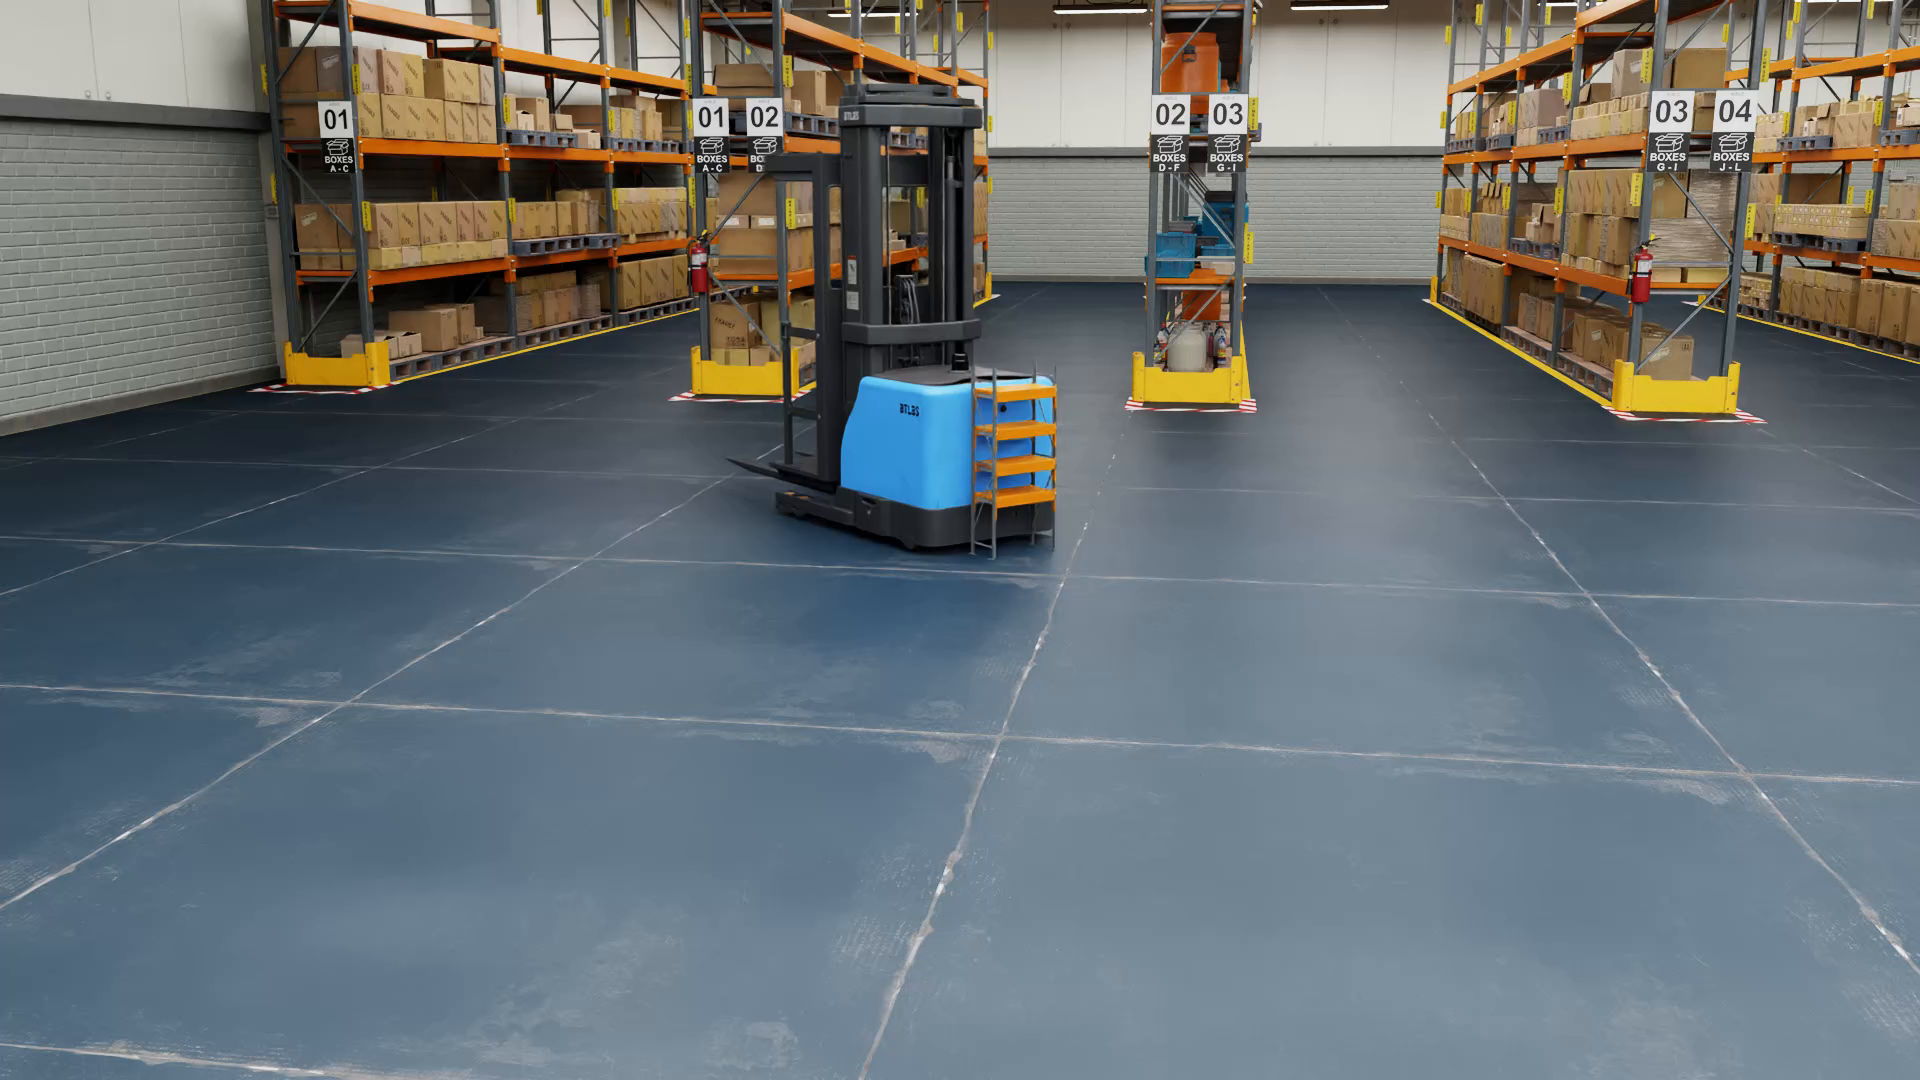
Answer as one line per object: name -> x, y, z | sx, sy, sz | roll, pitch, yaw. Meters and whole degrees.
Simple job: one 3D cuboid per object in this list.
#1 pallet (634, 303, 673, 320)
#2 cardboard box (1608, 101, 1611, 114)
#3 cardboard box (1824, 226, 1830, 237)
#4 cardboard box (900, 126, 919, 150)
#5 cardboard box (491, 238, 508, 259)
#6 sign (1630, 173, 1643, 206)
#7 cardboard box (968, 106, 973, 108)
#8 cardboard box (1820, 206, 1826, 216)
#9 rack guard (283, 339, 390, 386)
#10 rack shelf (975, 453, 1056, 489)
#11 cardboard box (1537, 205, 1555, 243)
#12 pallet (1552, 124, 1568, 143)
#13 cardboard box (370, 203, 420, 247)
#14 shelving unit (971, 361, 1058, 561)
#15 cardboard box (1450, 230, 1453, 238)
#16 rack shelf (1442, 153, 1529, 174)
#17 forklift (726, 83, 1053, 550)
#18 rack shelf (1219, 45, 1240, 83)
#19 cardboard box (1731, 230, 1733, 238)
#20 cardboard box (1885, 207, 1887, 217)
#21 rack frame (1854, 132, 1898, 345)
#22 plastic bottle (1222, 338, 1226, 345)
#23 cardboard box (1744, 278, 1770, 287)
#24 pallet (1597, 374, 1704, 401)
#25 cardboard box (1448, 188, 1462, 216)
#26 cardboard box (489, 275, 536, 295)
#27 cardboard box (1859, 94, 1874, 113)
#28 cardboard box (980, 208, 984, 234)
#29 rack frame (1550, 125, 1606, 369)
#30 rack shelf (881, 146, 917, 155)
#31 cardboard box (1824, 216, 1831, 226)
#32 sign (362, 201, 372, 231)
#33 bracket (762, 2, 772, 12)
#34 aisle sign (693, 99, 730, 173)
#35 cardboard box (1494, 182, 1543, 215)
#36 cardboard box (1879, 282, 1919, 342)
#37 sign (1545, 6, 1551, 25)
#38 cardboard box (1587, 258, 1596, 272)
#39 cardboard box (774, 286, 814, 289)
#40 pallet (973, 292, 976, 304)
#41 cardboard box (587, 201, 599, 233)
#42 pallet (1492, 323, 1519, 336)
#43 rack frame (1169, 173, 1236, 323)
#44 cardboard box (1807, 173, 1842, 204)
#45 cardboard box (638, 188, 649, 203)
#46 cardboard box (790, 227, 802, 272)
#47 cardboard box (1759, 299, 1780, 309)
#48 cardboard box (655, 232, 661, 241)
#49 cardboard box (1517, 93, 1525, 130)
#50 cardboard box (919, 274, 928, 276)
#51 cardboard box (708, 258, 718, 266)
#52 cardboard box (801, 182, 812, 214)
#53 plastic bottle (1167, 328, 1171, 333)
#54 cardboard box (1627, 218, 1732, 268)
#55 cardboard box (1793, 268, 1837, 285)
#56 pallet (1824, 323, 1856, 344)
pallet -> -5.680, -4.000, 29.052 | 1.003, 0.211, 1.213 | 2, 12, 9
cardboard box -> 7.479, -4.837, 18.606 | 0.380, 0.149, 0.250 | 2, 12, 10
cardboard box -> 13.246, -4.642, 25.012 | 0.380, 0.149, 0.250 | 2, 12, 8
cardboard box -> -1.137, -6.395, 26.192 | 0.910, 0.500, 0.500 | 2, 12, 9
cardboard box -> -6.454, -3.943, 22.480 | 0.500, 0.250, 0.500 | 2, 12, 9
sign -> 6.842, -3.544, 16.819 | 0.100, 0.325, 0.005 | 2, 12, 9
cardboard box -> -0.135, -8.141, 31.920 | 0.700, 0.500, 0.500 | 2, 12, 9
cardboard box -> 13.287, -4.987, 25.203 | 0.380, 0.149, 0.250 | 2, 12, 9
rack guard -> -7.284, -2.077, 19.443 | 1.175, 0.500, 0.348 | 2, 12, 9
rack shelf -> 0.342, -0.440, 10.506 | 0.480, 0.148, 0.258 | -9, 15, -35
cardboard box -> 8.178, -4.254, 22.369 | 0.797, 0.503, 0.637 | 3, 13, 14
pallet -> 8.202, -5.134, 21.019 | 1.213, 0.211, 1.003 | 2, 12, 9
cardboard box -> -6.840, -3.778, 19.932 | 0.500, 0.500, 0.500 | 2, 12, 9
shelving unit -> 0.342, -0.506, 10.491 | 0.503, 1.200, 0.258 | -9, 15, -35
cardboard box -> 9.232, -5.626, 30.574 | 0.380, 0.149, 0.250 | 2, 12, 7
rack shelf -> 9.540, -6.830, 30.154 | 1.077, 0.370, 4.000 | 2, 12, 9
forklift -> -0.653, -1.631, 11.606 | 1.130, 2.935, 3.031 | -9, 15, -35
rack shelf -> 3.416, -6.596, 22.898 | 1.077, 0.370, 4.000 | 2, 12, 9
cardboard box -> 14.363, -5.604, 30.471 | 0.380, 0.149, 0.250 | 2, 12, 11
cardboard box -> 13.804, -4.804, 24.353 | 0.380, 0.149, 0.250 | 2, 12, 7
rack frame -> 13.503, -4.285, 23.756 | 1.000, 3.000, 0.127 | 2, 12, 9
plastic bottle -> 3.133, -2.263, 19.777 | 0.061, 0.283, 0.133 | 2, 12, 10
cardboard box -> 14.014, -4.520, 29.204 | 0.380, 0.149, 0.250 | 1, 12, 6
pallet -> 7.559, -1.622, 18.018 | 1.003, 0.211, 1.213 | 2, 12, 9
cardboard box -> 9.357, -6.267, 30.825 | 0.500, 0.500, 0.500 | 2, 12, 7
cardboard box -> -6.520, -3.721, 24.247 | 0.500, 0.250, 0.500 | 2, 12, 7
cardboard box -> 13.372, -6.374, 24.276 | 0.396, 0.266, 0.258 | 2, 12, 9
cardboard box -> 0.184, -6.292, 32.834 | 0.500, 0.500, 0.500 | 2, 12, 9
rack frame -> 8.002, -3.634, 20.735 | 1.000, 3.000, 0.127 | 2, 12, 9
rack shelf -> -1.478, -5.487, 23.920 | 1.077, 0.370, 4.000 | 2, 12, 9
cardboard box -> 13.245, -4.793, 25.007 | 0.380, 0.149, 0.250 | 2, 12, 9
sign -> -6.760, -3.688, 18.933 | 0.100, 0.325, 0.005 | 2, 12, 9
bracket -> -4.496, -12.464, 38.924 | 0.235, 0.232, 0.430 | 2, 12, 9
aisle sign -> -2.701, -4.390, 18.071 | 0.394, 0.787, 0.004 | 2, 12, 9
cardboard box -> 8.946, -5.433, 26.465 | 0.797, 0.503, 0.637 | 2, 12, 10
cardboard box -> 13.189, -3.084, 22.529 | 1.050, 0.750, 0.750 | 2, 12, 10
sign -> 9.771, -8.712, 27.654 | 0.100, 0.325, 0.005 | 2, 12, 9
cardboard box -> 7.455, -3.163, 19.149 | 0.380, 0.149, 0.250 | 2, 12, 9
cardboard box -> -2.166, -3.097, 21.994 | 0.500, 0.500, 0.500 | 2, 12, 9
pallet -> -0.263, -4.655, 32.095 | 1.003, 0.211, 1.213 | 2, 12, 9
cardboard box -> -6.128, -5.114, 26.321 | 0.700, 0.500, 0.500 | 0, 12, 2
pallet -> 8.813, -3.265, 25.643 | 1.003, 0.211, 1.213 | 2, 12, 9
rack frame -> 3.723, -4.627, 25.344 | 1.000, 3.000, 0.127 | 2, 12, 9
cardboard box -> 14.428, -5.887, 27.872 | 0.500, 0.500, 0.500 | 2, 12, 10
cardboard box -> -5.586, -5.821, 28.113 | 0.500, 0.250, 0.500 | 2, 12, 9
cardboard box -> -2.240, -3.378, 19.311 | 0.700, 0.500, 0.500 | 2, 12, 10
cardboard box -> 13.842, -4.022, 28.306 | 0.380, 0.149, 0.250 | 2, 12, 9
cardboard box -> -5.462, -5.325, 29.132 | 0.380, 0.149, 0.250 | 2, 12, 7
cardboard box -> 8.291, -6.137, 23.805 | 0.500, 0.500, 0.500 | 2, 12, 9
cardboard box -> -0.432, -4.399, 29.177 | 0.500, 0.500, 0.500 | 2, 12, 9
cardboard box -> -4.921, -5.408, 32.362 | 0.380, 0.149, 0.250 | 2, 12, 7
cardboard box -> -2.156, -4.128, 19.713 | 0.700, 0.500, 0.500 | 2, 12, 9
plastic bottle -> 2.603, -2.558, 21.162 | 0.152, 0.276, 0.135 | 2, 12, 11
cardboard box -> 7.499, -3.109, 17.357 | 0.875, 0.500, 0.500 | 2, 12, 9
cardboard box -> 13.664, -4.211, 26.571 | 0.500, 0.250, 0.500 | 2, 12, 10
pallet -> 13.625, -3.084, 24.804 | 1.003, 0.211, 1.213 | 2, 12, 9
